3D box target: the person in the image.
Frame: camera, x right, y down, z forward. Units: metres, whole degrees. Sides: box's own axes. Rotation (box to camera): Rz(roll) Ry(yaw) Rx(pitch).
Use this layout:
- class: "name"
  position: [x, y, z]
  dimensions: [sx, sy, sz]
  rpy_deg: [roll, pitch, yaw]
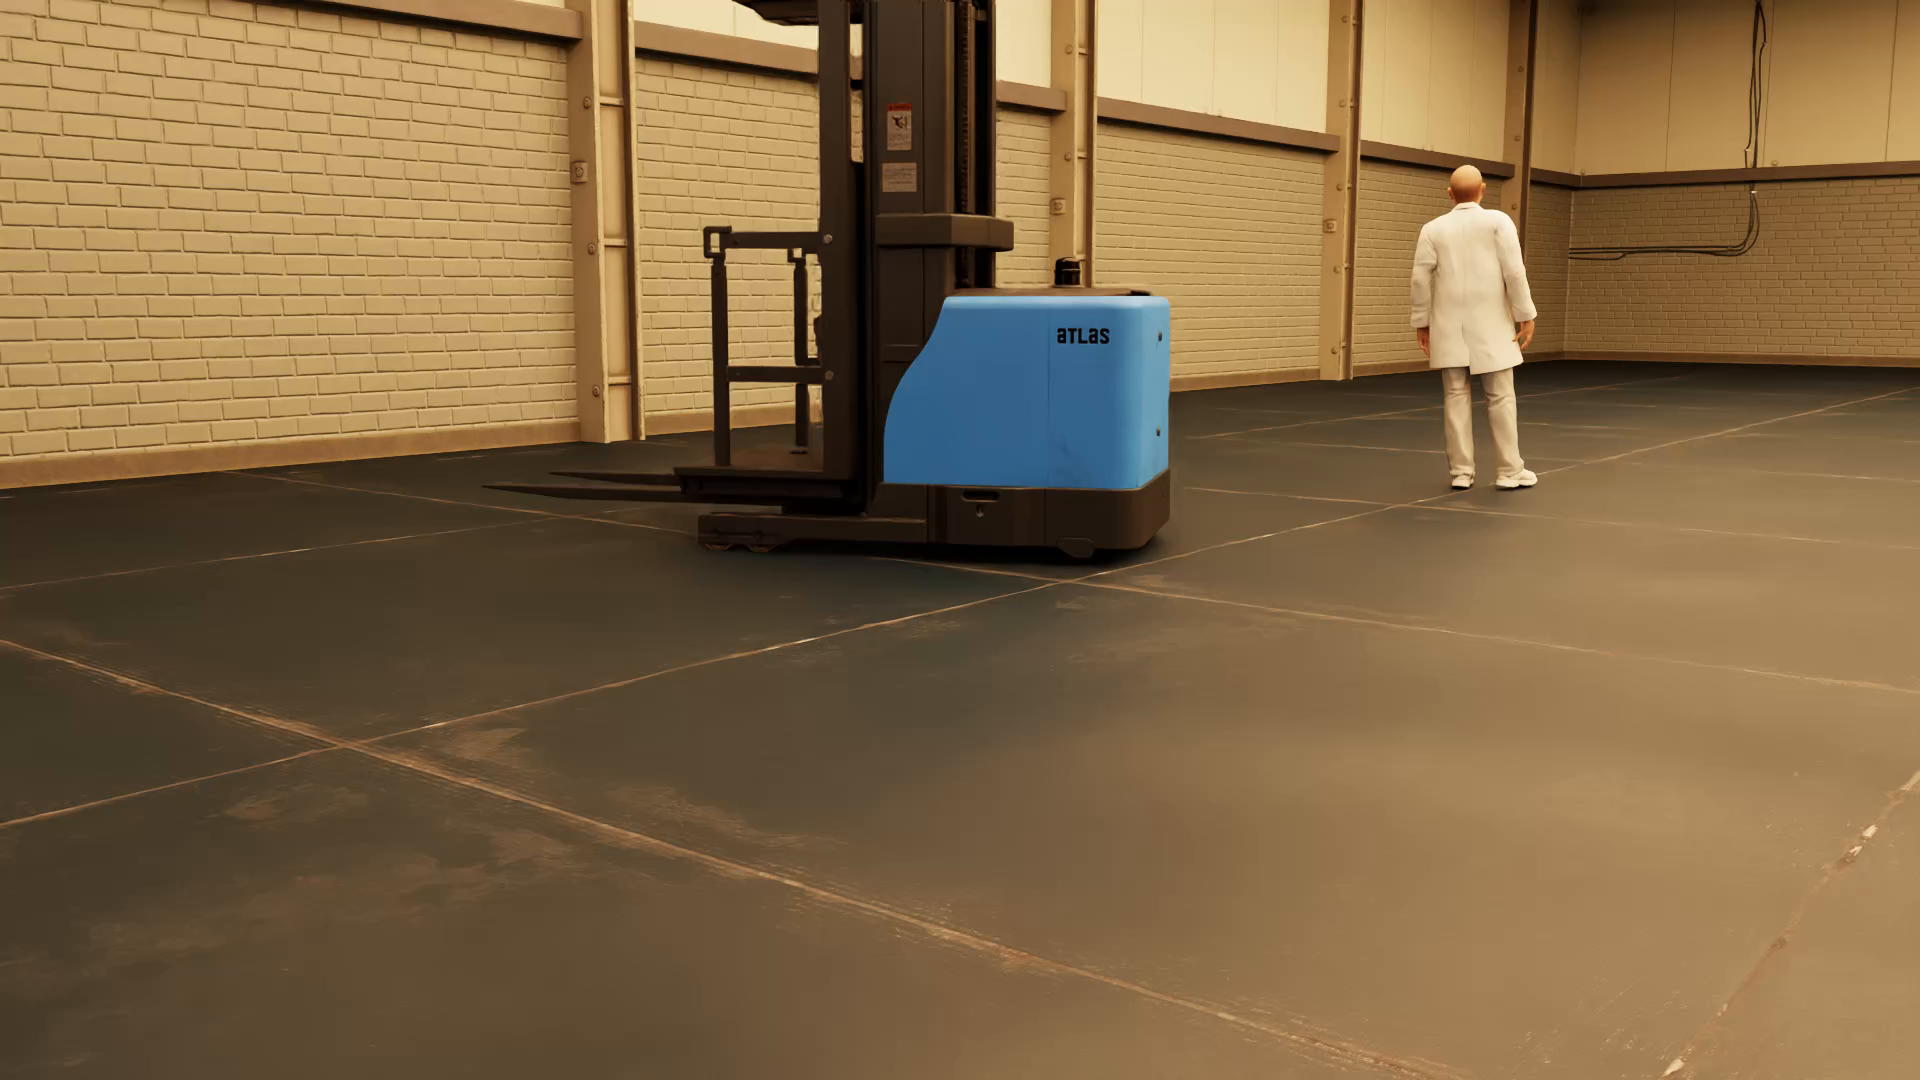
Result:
- class: "person"
  position: [2.899, -1.191, 9.350]
  dimensions: [0.697, 1.777, 0.580]
  rpy_deg: [5, 10, 32]

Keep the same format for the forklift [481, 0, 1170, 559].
- class: "forklift"
  position: [-0.625, -1.466, 7.300]
  dimensions: [3.031, 2.935, 1.130]
  rpy_deg: [2, 9, 14]
